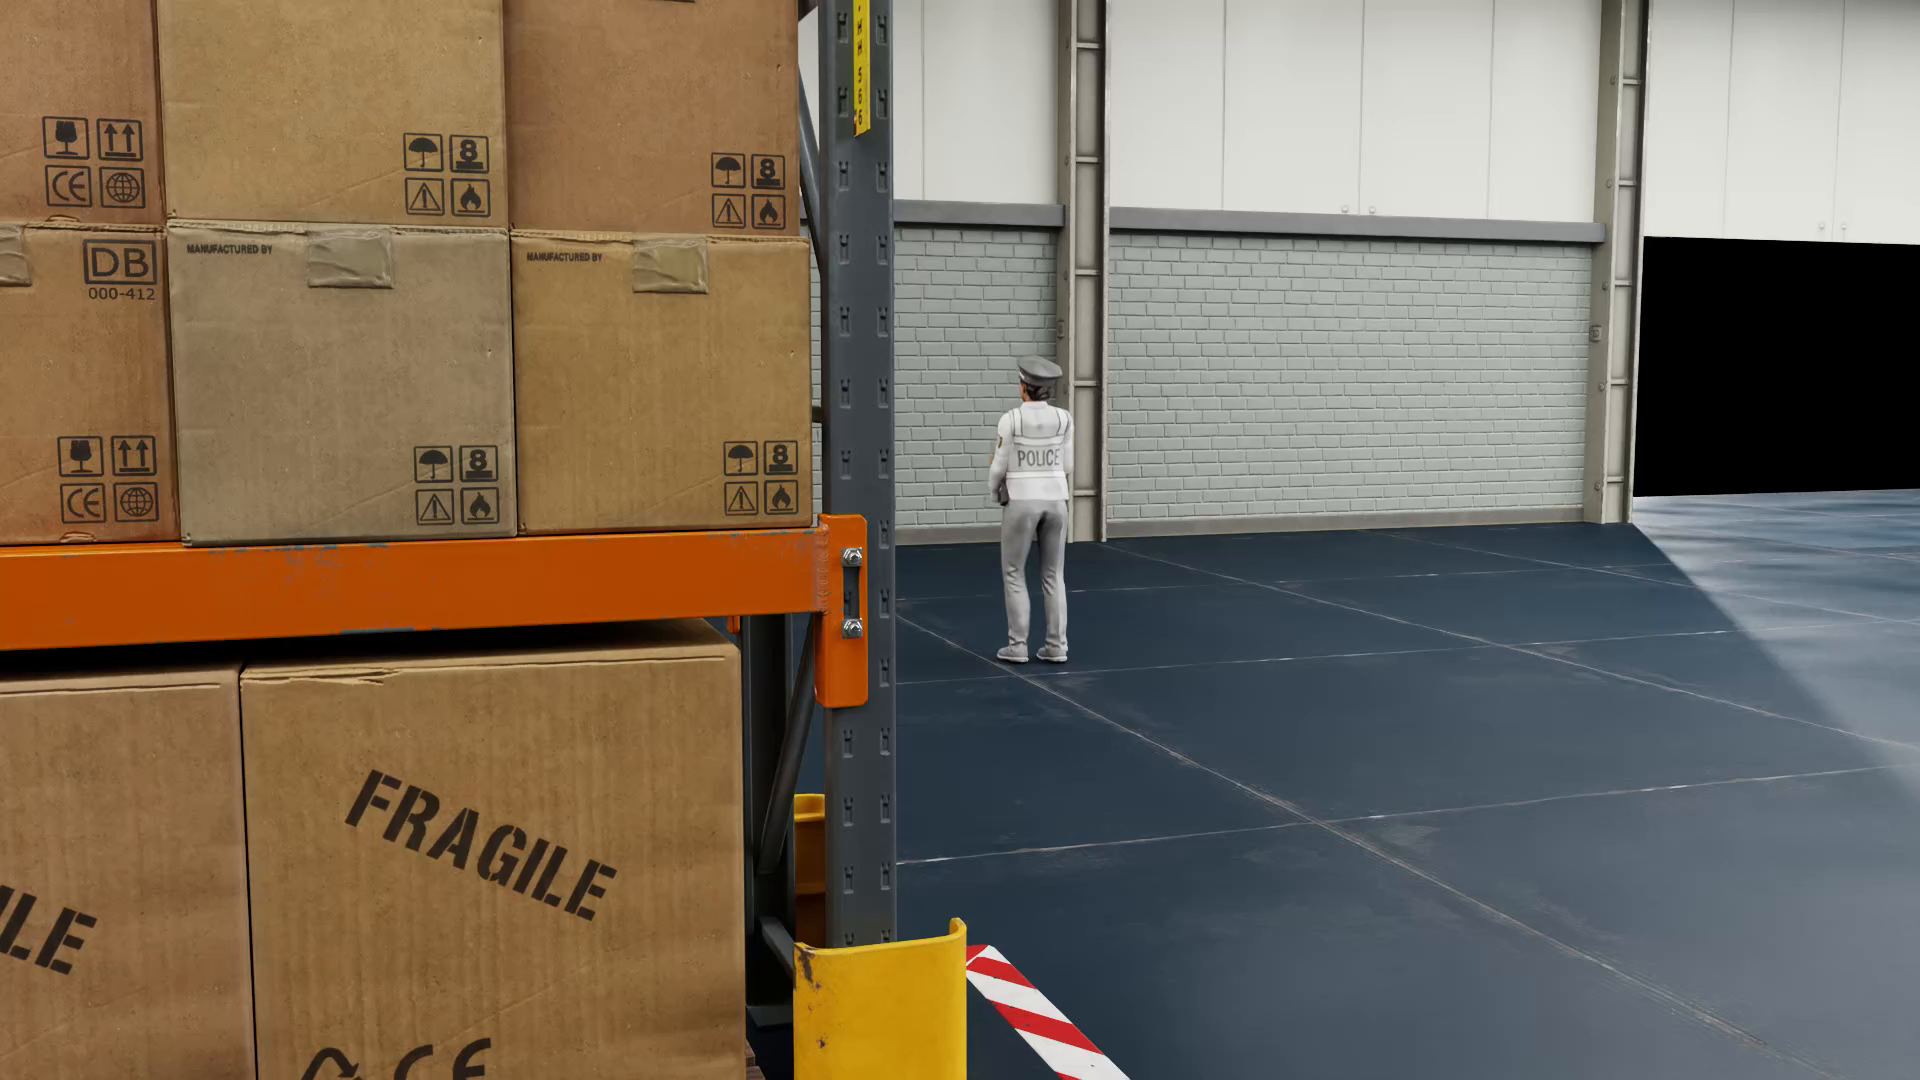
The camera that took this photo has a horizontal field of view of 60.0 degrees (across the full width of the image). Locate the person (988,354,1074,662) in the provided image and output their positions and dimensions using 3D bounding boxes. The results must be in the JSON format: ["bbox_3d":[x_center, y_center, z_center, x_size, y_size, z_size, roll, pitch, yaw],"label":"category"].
[{"bbox_3d":[0.388,-0.171,9.130,0.459,1.687,0.546,-2,6,-18],"label":"person"}]
